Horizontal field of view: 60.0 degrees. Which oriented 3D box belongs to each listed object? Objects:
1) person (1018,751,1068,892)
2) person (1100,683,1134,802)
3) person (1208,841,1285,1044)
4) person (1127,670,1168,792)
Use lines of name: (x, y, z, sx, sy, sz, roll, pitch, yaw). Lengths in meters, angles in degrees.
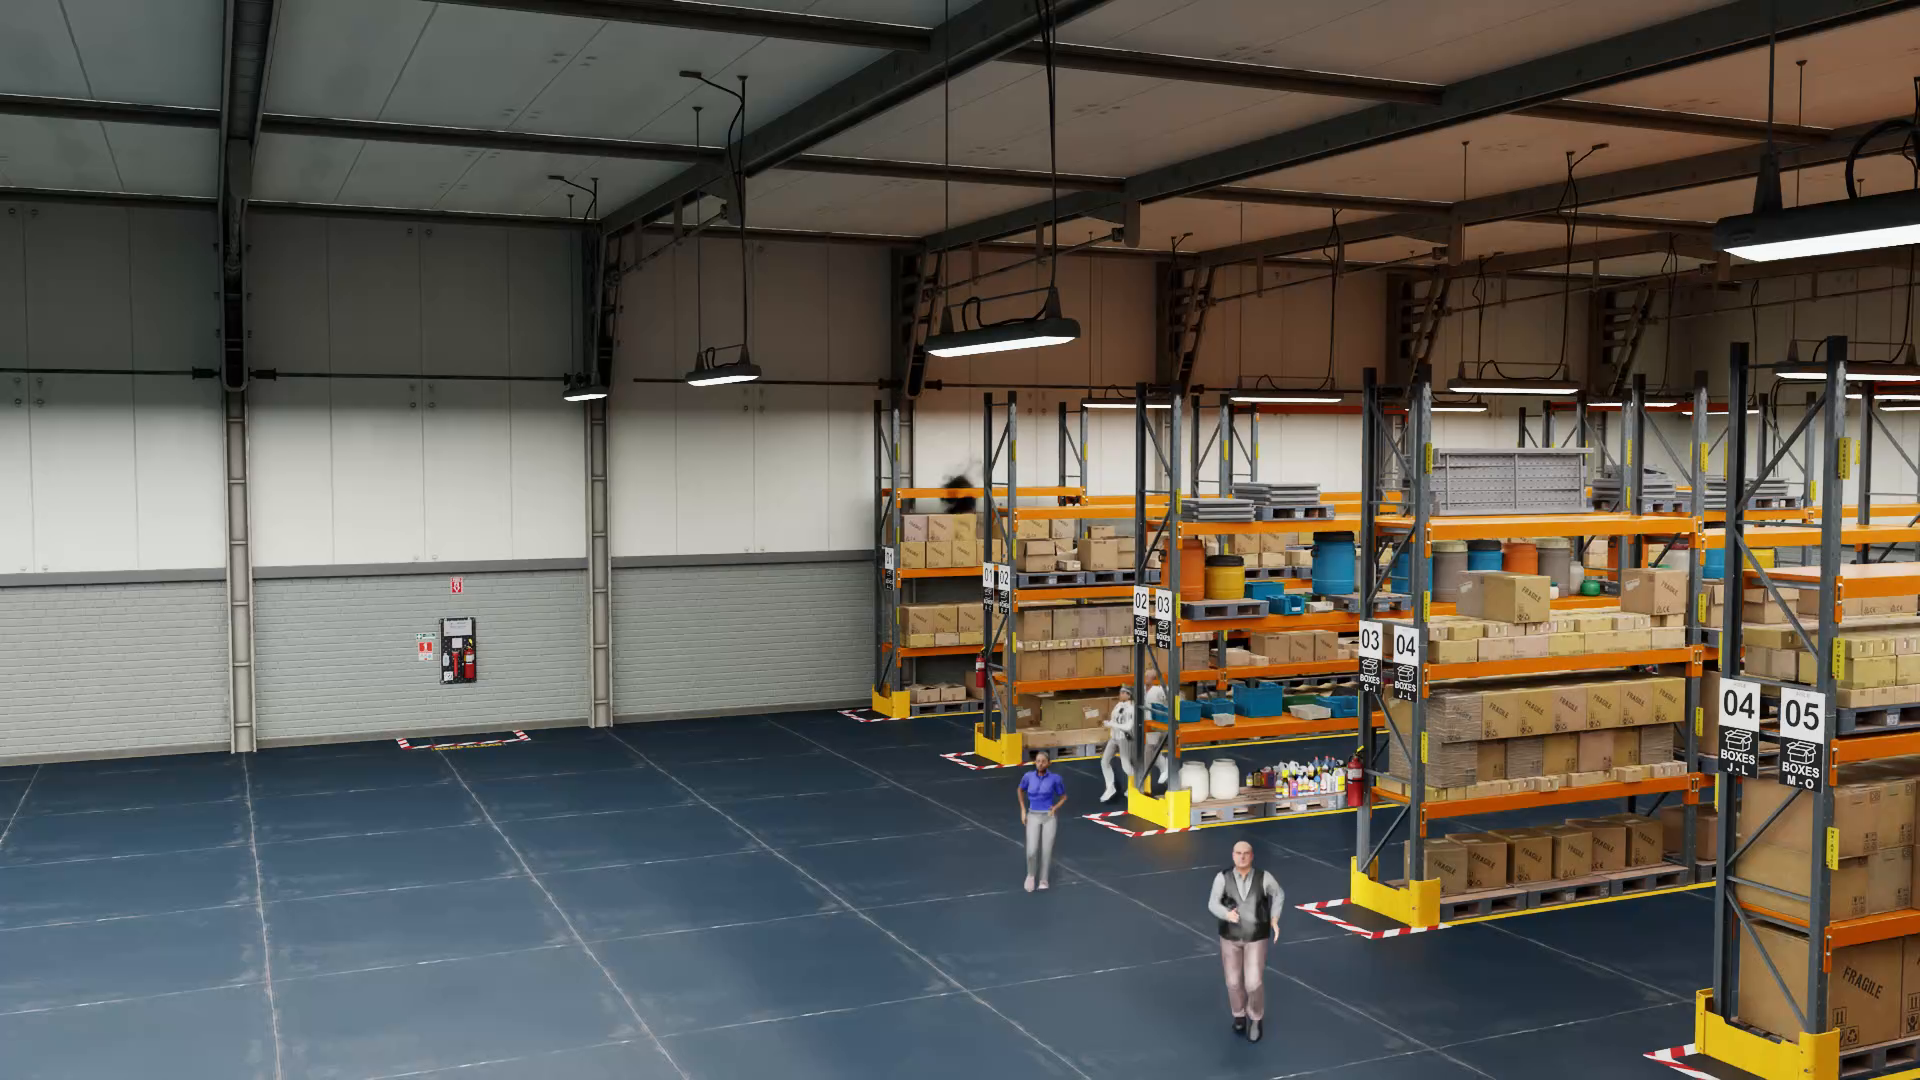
person: (0.942, 3.240, 19.068, 0.579, 1.629, 0.641, 0, 3, 4)
person: (2.340, 2.919, 24.031, 0.633, 1.725, 0.573, -2, 4, -29)
person: (2.459, 3.472, 14.368, 0.628, 1.722, 0.694, 1, 3, 17)
person: (2.817, 2.813, 24.703, 1.057, 1.790, 0.711, -2, 4, -37)
